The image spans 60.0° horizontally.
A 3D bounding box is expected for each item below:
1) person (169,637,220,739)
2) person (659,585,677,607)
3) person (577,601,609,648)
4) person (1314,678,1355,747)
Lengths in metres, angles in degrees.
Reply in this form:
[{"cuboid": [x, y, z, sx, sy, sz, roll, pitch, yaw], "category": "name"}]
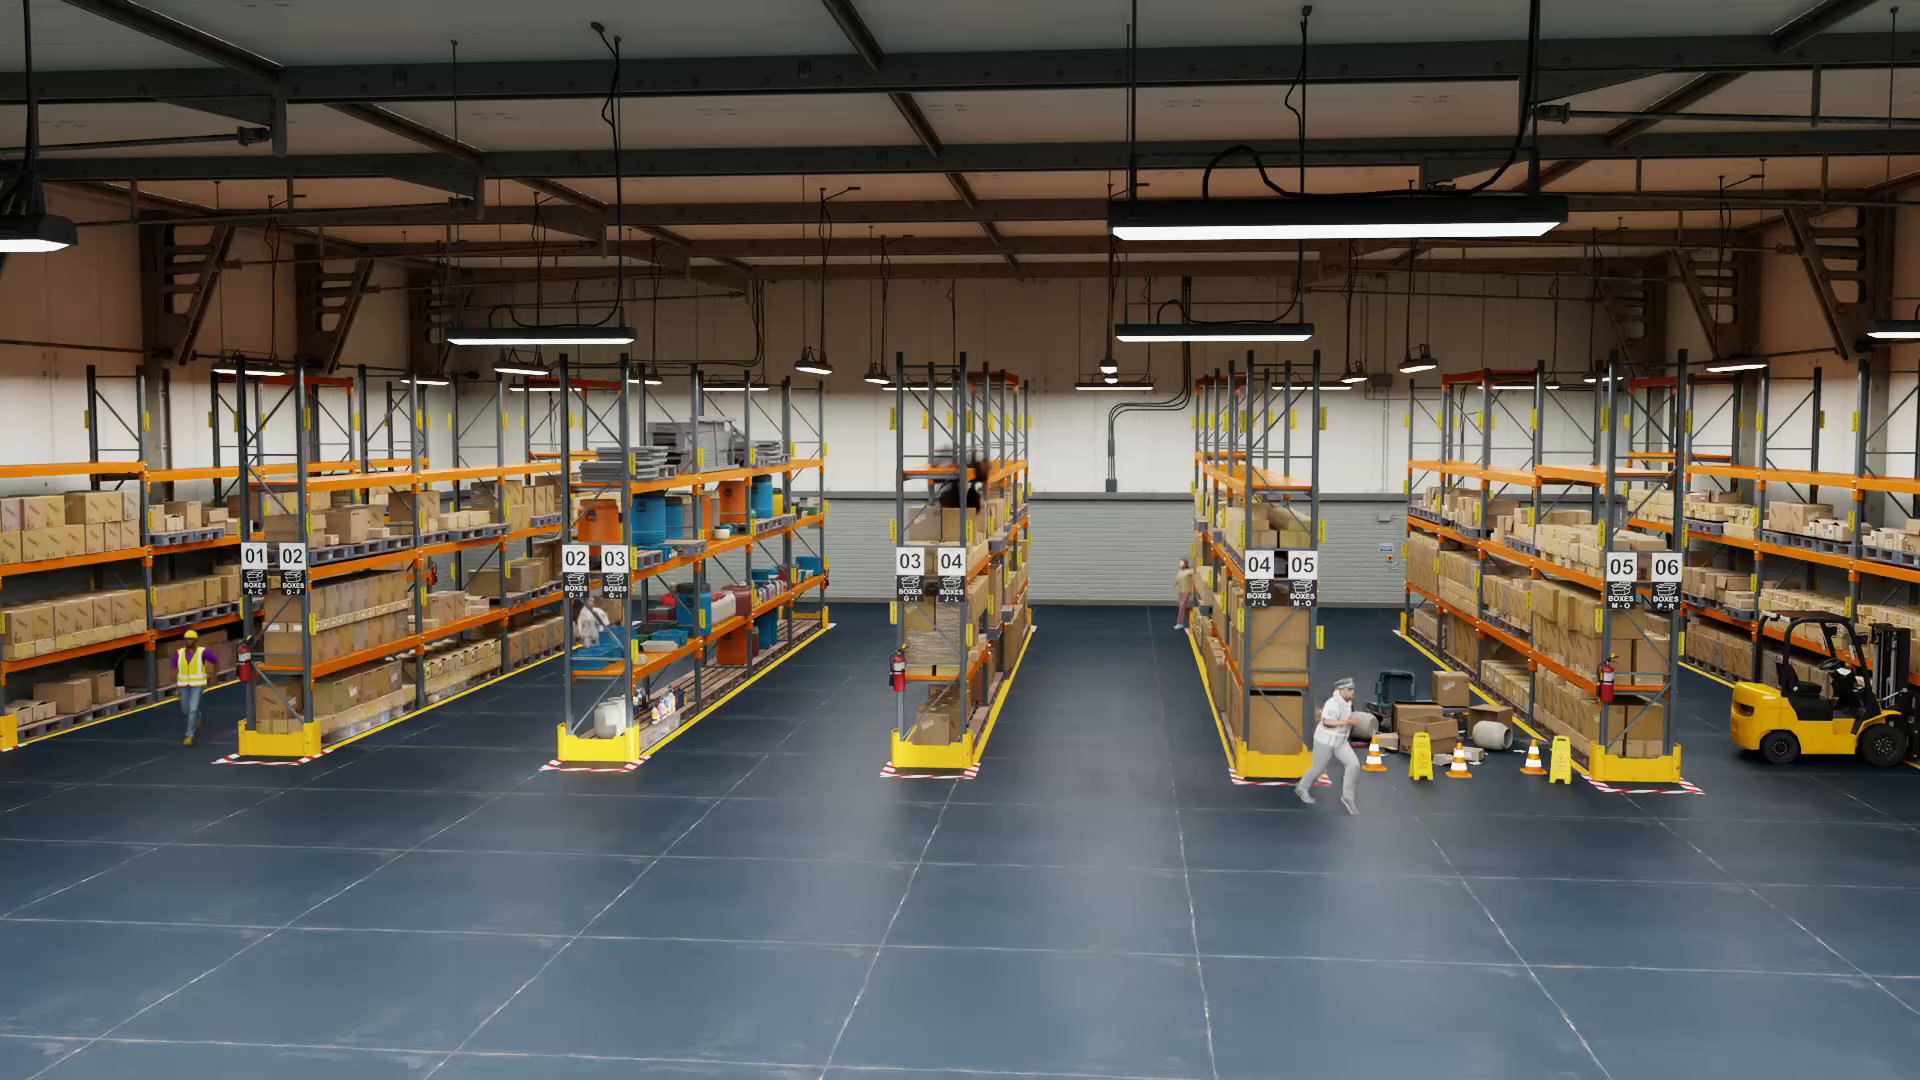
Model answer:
[{"cuboid": [-12.011, 2.266, 26.073, 0.709, 1.633, 0.758, -1, 4, -7], "category": "person"}, {"cuboid": [-5.981, 1.268, 34.658, 0.662, 0.686, 0.352, 0, 4, 7], "category": "person"}, {"cuboid": [-7.169, 1.861, 32.490, 0.643, 1.553, 0.589, 0, 4, 3], "category": "person"}, {"cuboid": [4.804, 2.187, 21.278, 0.632, 0.903, 0.512, -3, 5, -40], "category": "person"}]
